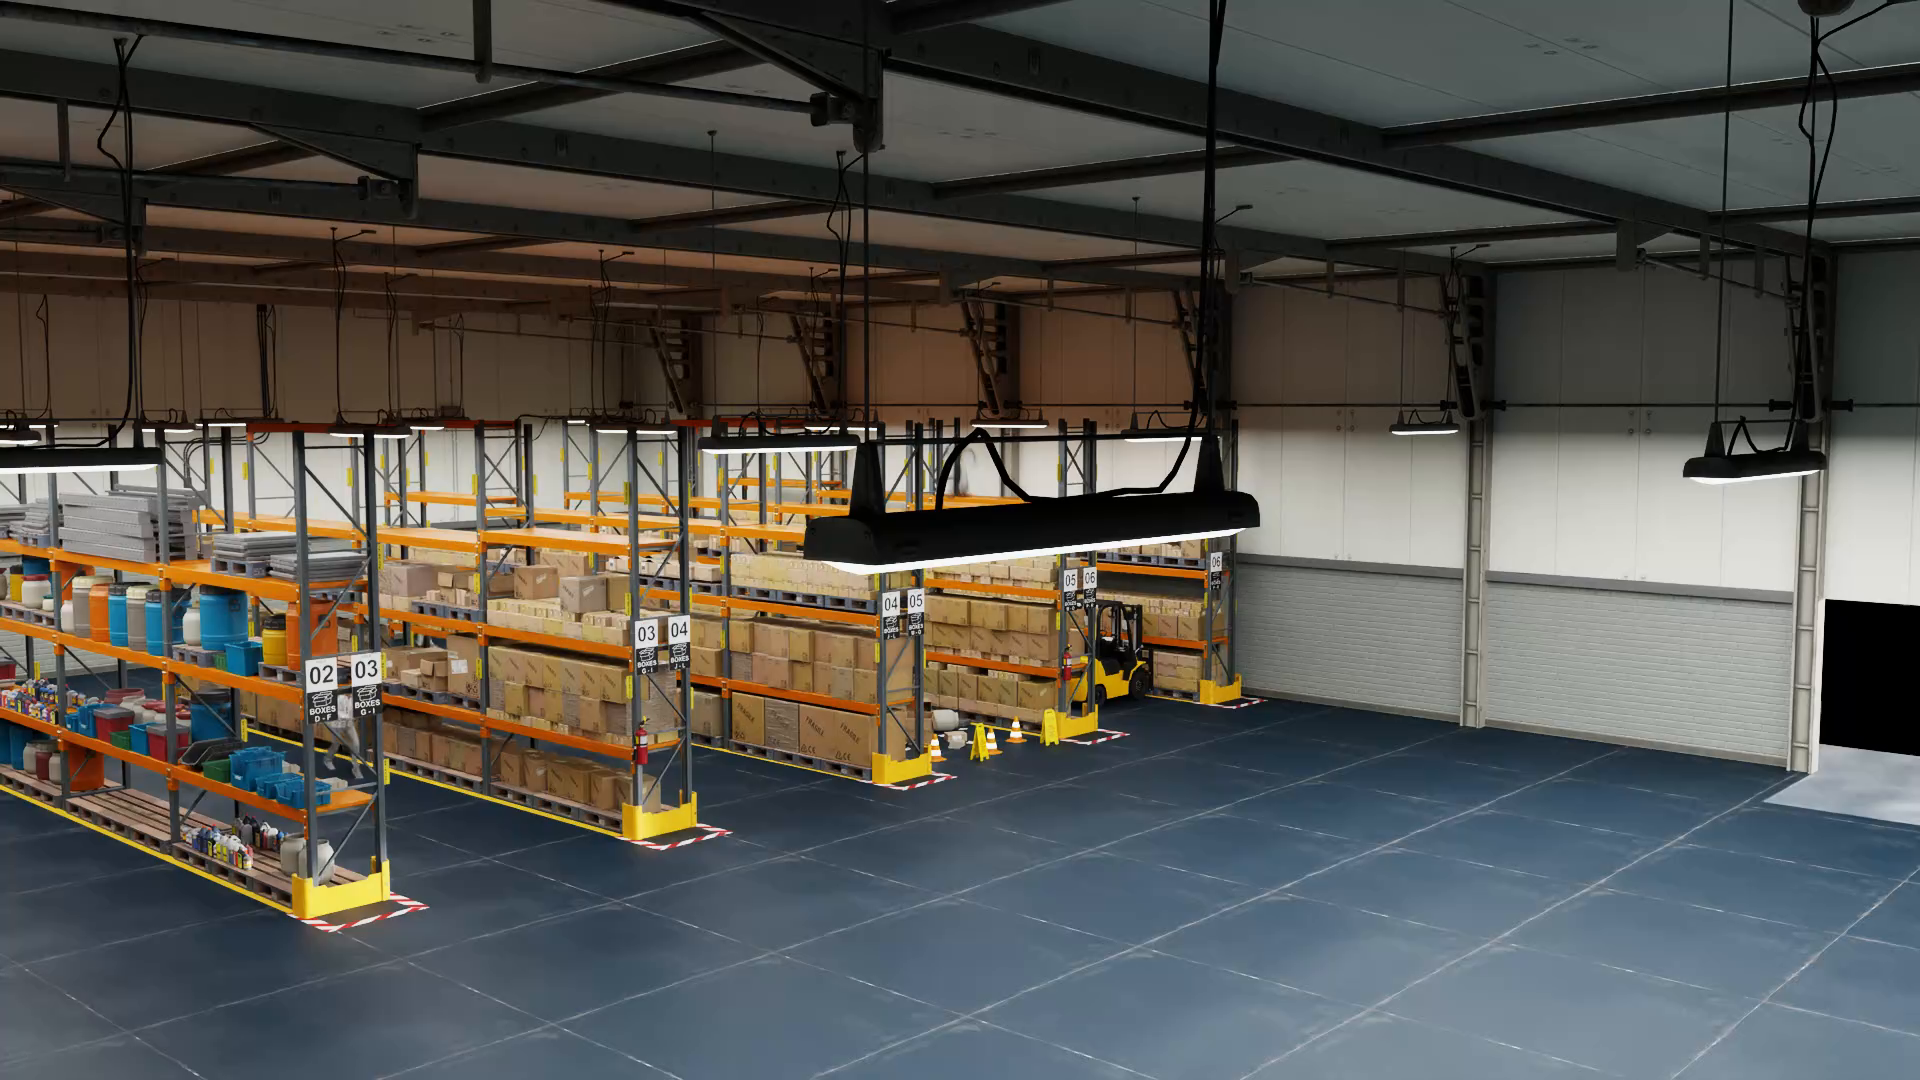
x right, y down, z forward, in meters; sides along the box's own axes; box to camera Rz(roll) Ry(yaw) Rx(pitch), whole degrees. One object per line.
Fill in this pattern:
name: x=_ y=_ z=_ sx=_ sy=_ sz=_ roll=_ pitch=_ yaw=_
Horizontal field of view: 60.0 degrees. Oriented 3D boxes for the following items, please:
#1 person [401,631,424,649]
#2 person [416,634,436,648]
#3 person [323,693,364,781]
person: x=-13.231 y=2.200 z=40.270 sx=0.623 sy=1.687 sz=0.729 roll=-1 pitch=5 yaw=-11
person: x=-13.290 y=2.166 z=41.152 sx=0.608 sy=1.665 sz=1.061 roll=1 pitch=5 yaw=17
person: x=-10.502 y=3.209 z=28.242 sx=1.018 sy=1.680 sz=0.613 roll=4 pitch=6 yaw=38
